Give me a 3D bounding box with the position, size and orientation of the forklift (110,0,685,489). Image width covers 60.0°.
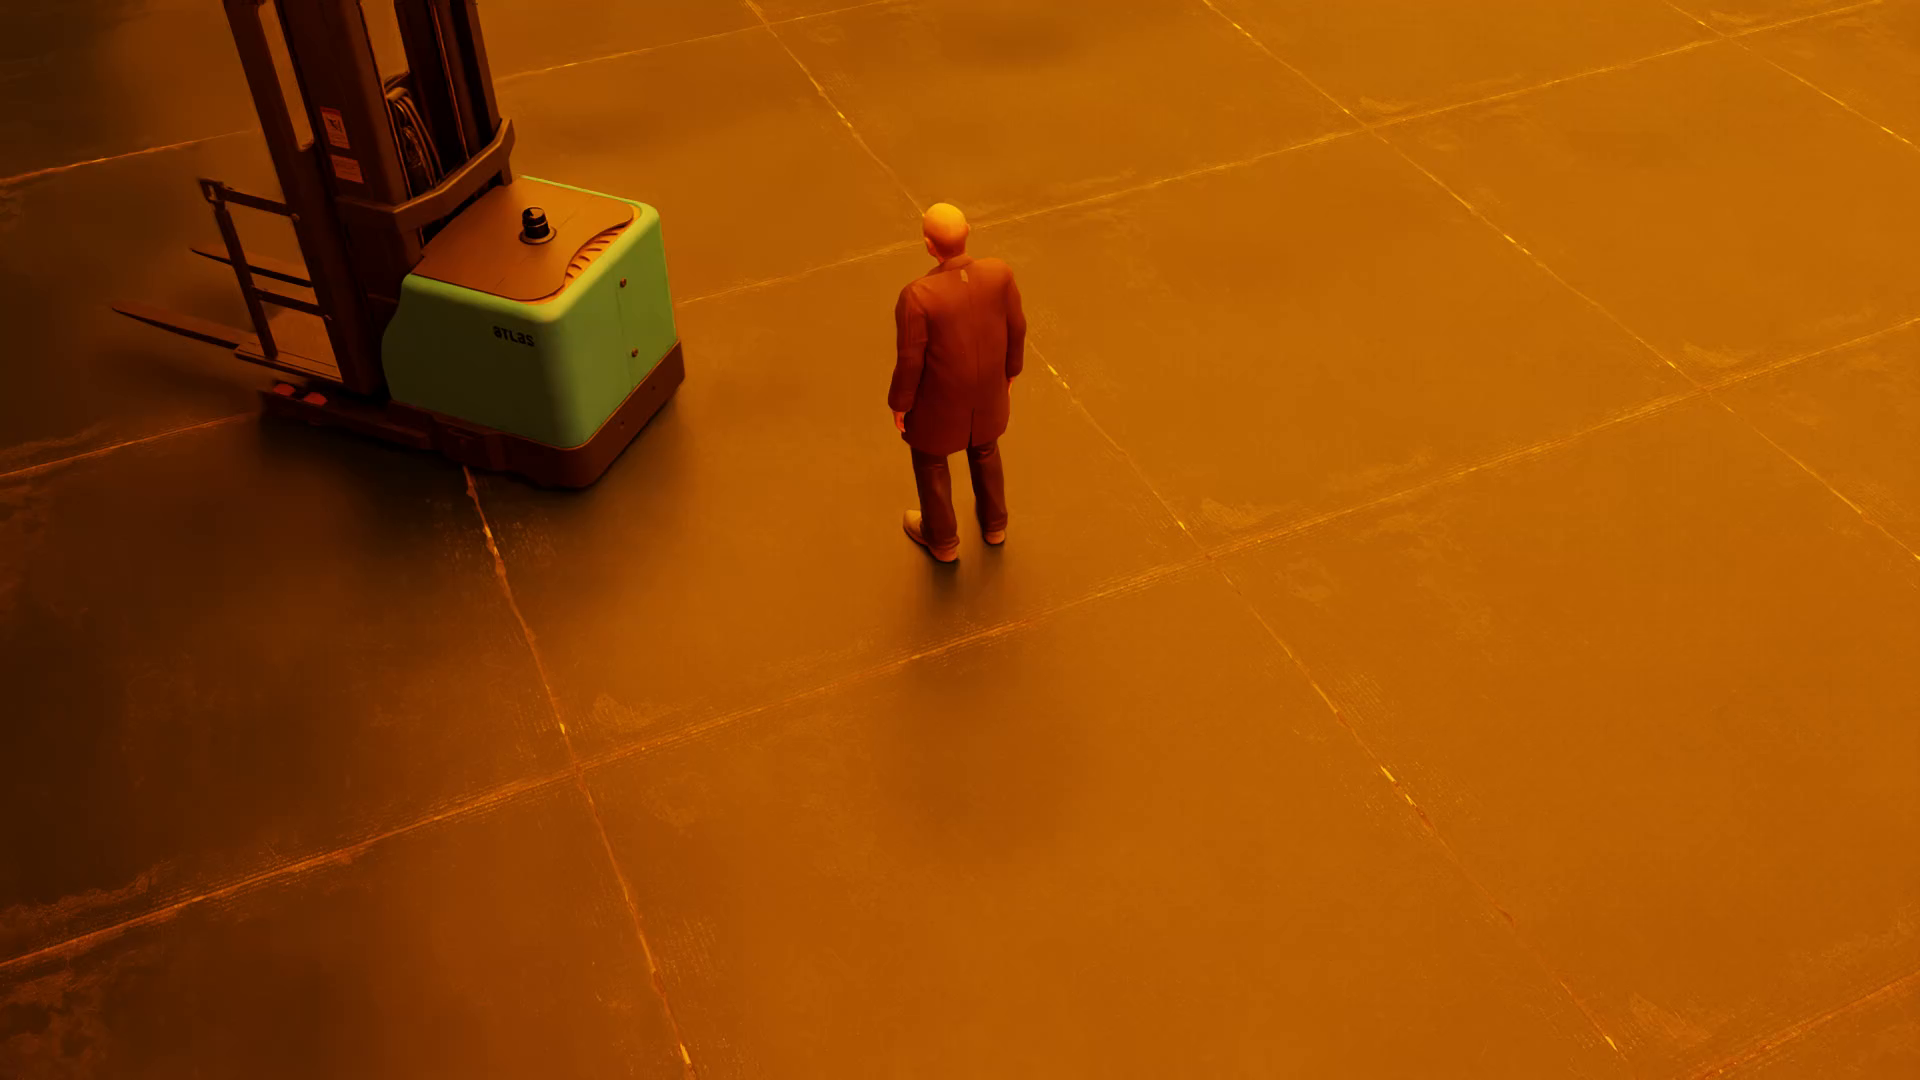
[{"bbox_3d":[-2.994,-1.970,7.791,3.031,2.935,1.130,16,45,16],"label":"forklift"}]

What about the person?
[{"bbox_3d":[-0.022,-0.665,7.241,0.644,1.773,0.431,-19,46,-19],"label":"person"}]
